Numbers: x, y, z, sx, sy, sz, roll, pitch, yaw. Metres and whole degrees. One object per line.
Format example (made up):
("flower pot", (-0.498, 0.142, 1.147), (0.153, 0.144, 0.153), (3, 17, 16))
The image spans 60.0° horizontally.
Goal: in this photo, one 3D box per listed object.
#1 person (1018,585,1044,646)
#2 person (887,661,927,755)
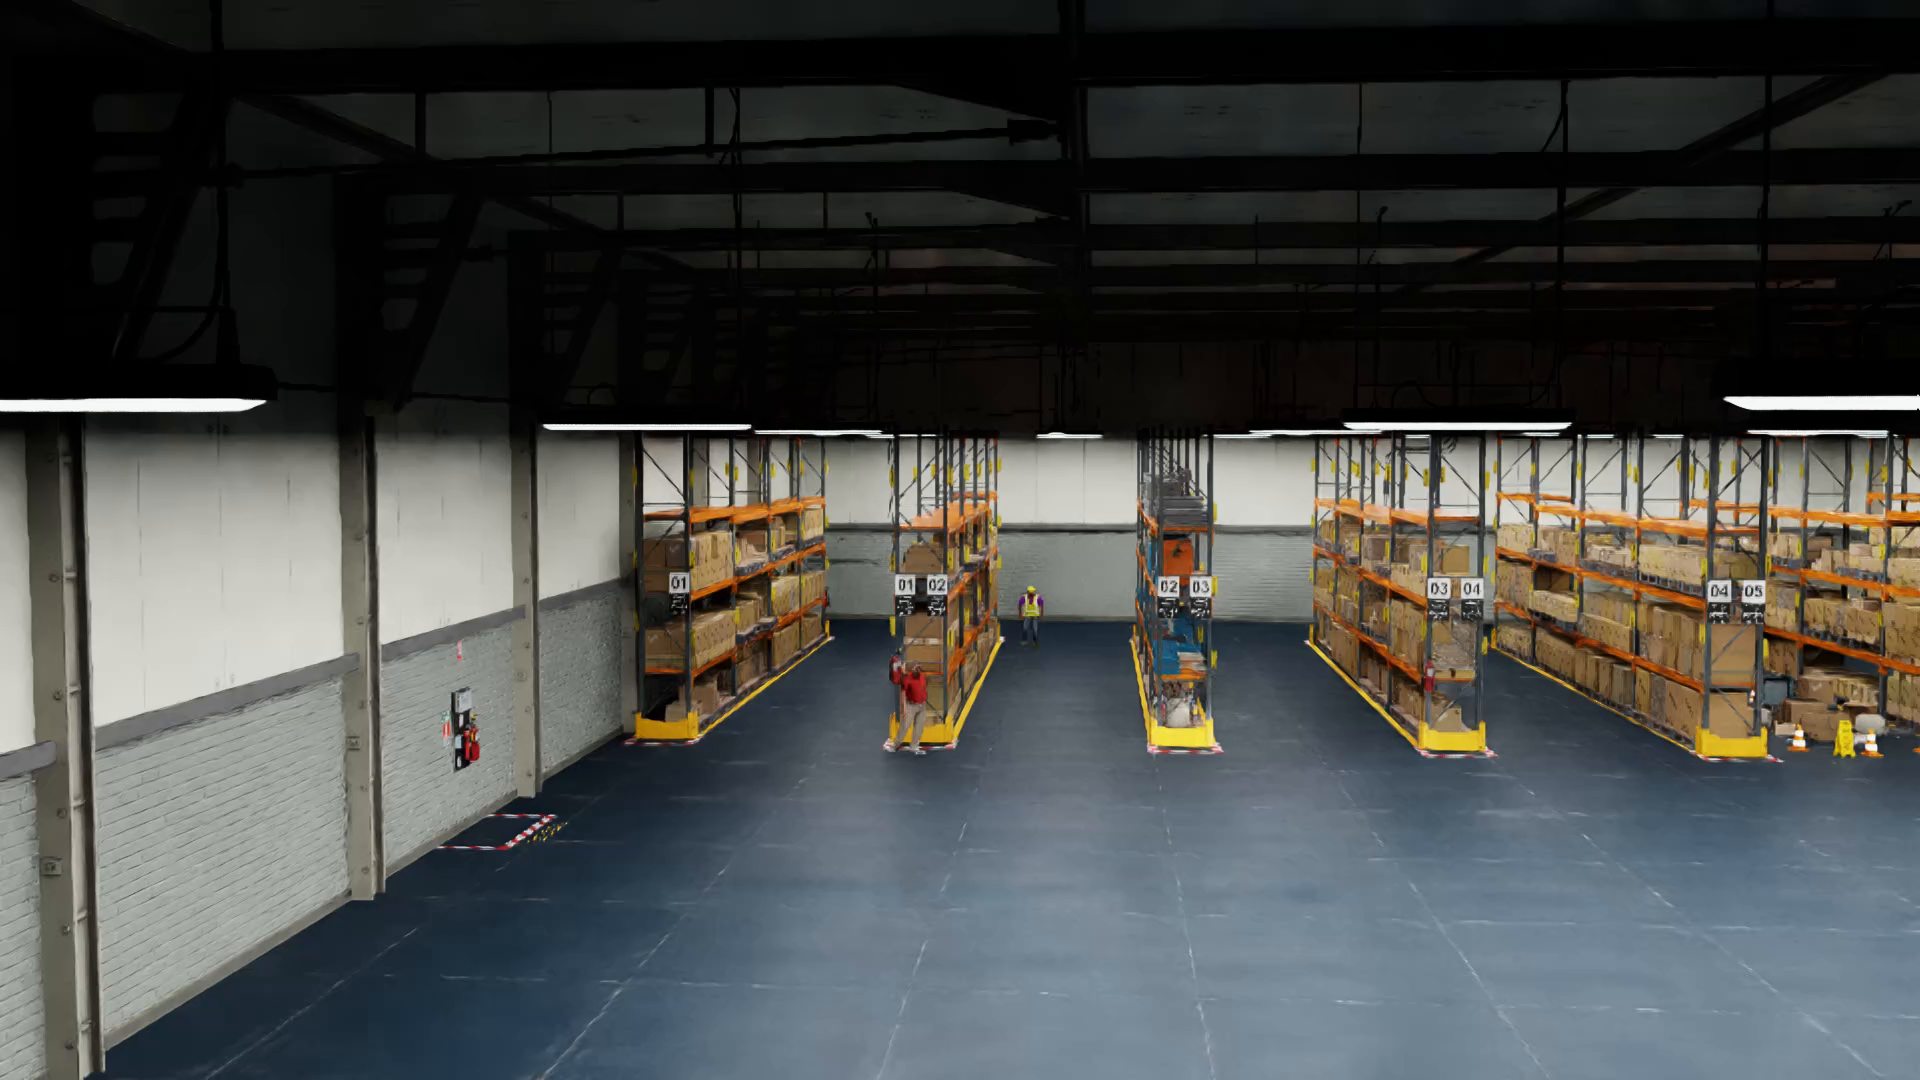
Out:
("person", (1.968, 2.103, 46.142), (0.719, 1.714, 0.578), (0, 3, 3))
("person", (-0.941, 3.051, 30.188), (0.730, 1.718, 0.547), (-3, 4, -38))
